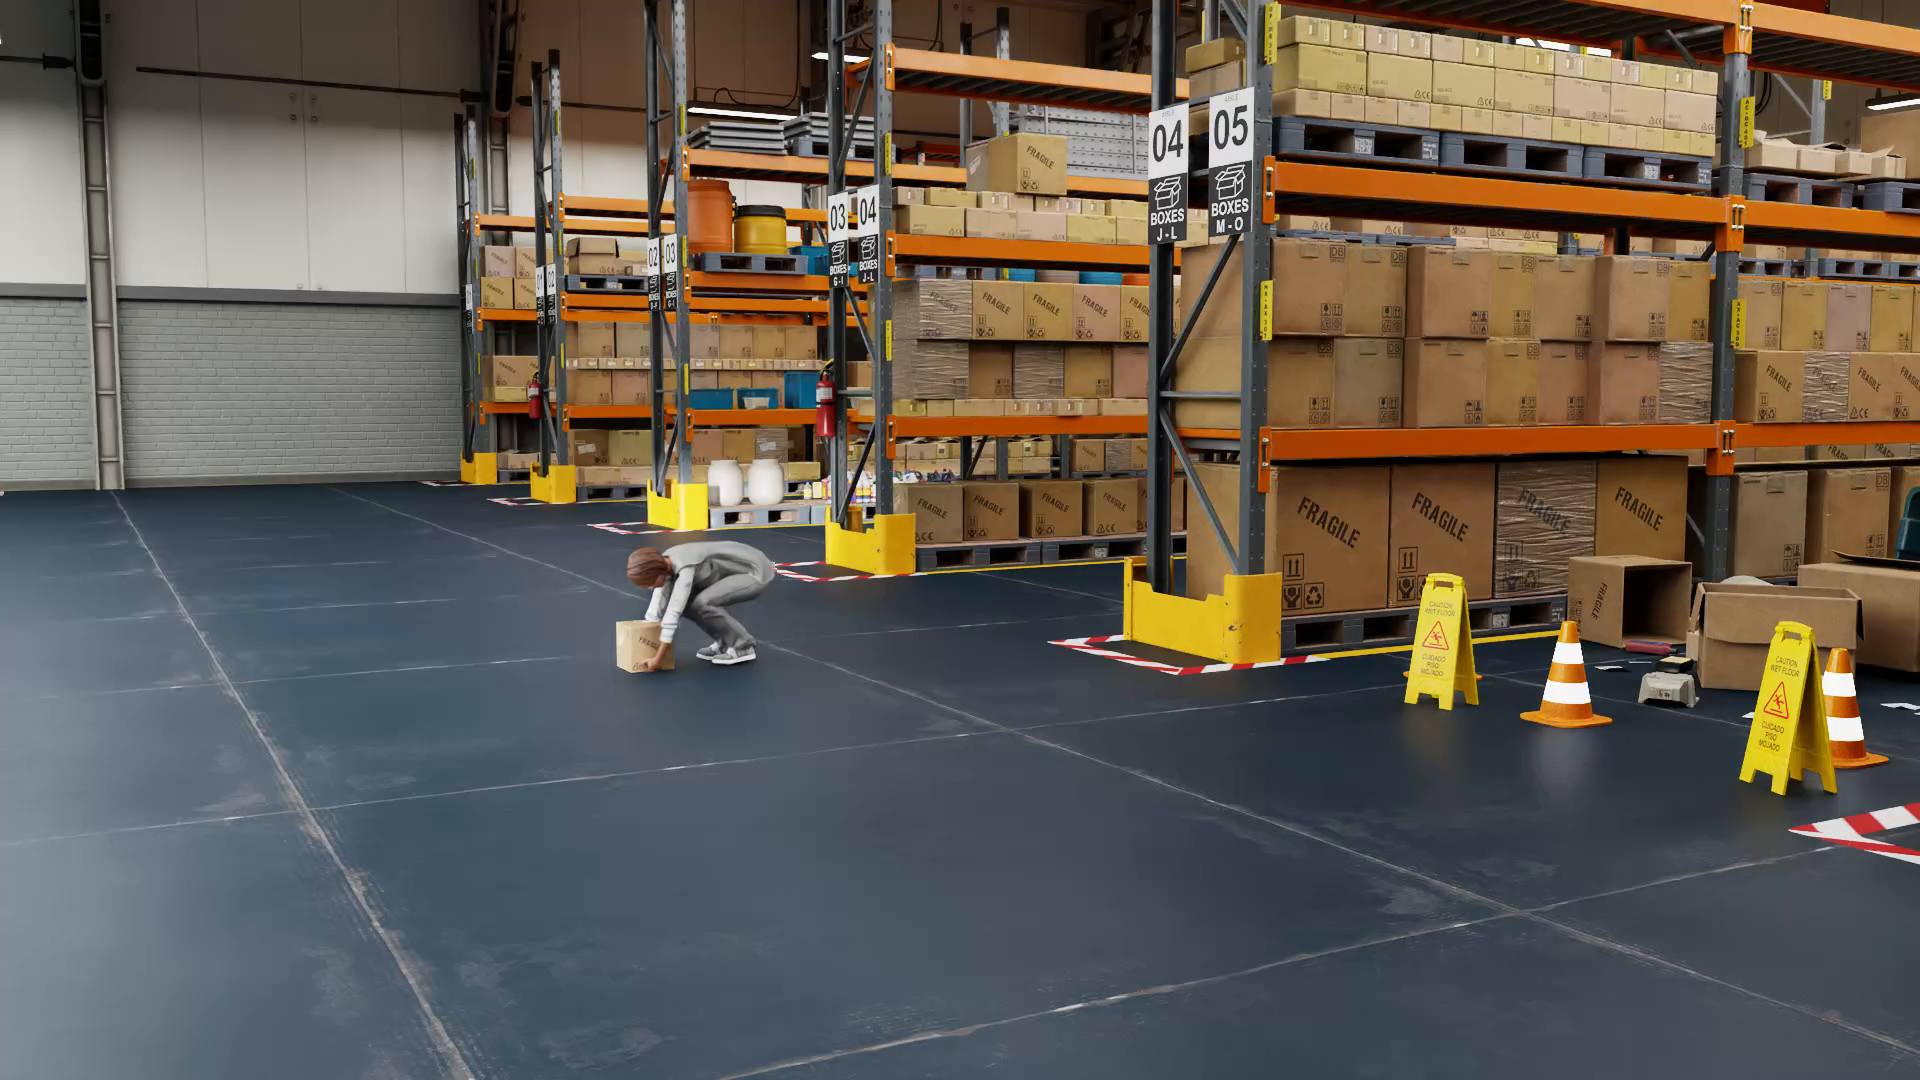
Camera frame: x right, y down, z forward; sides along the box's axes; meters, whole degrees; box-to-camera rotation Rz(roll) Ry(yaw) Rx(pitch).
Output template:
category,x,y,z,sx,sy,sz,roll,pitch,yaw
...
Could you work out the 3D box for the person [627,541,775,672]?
category,x,y,z,sx,sy,sz,roll,pitch,yaw
person,-1.456,0.366,9.344,0.869,0.715,0.420,-3,6,-30
